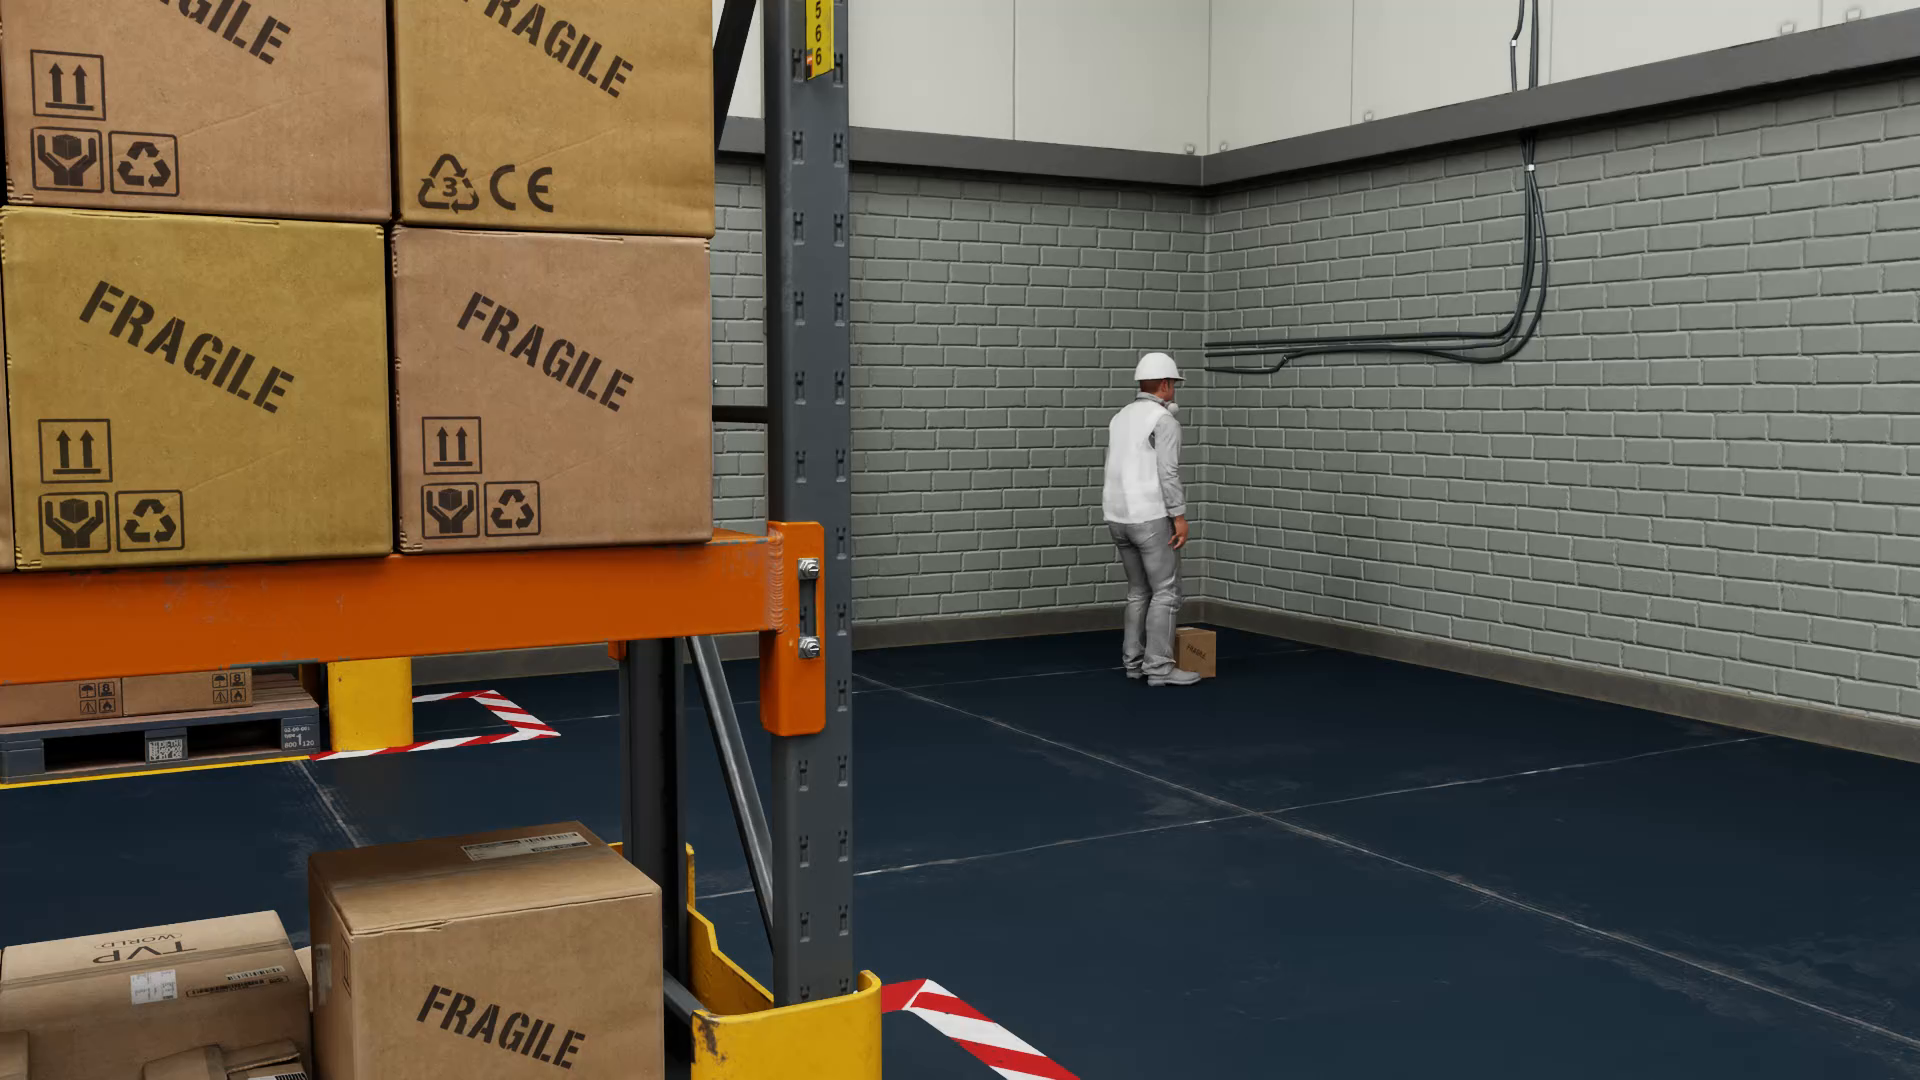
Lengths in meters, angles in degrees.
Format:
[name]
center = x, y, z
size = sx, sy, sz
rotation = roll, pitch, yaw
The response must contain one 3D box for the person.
[person]
center = 1.018, -0.121, 8.983
size = 0.464, 1.771, 0.581
rotation = -3, 6, -29
